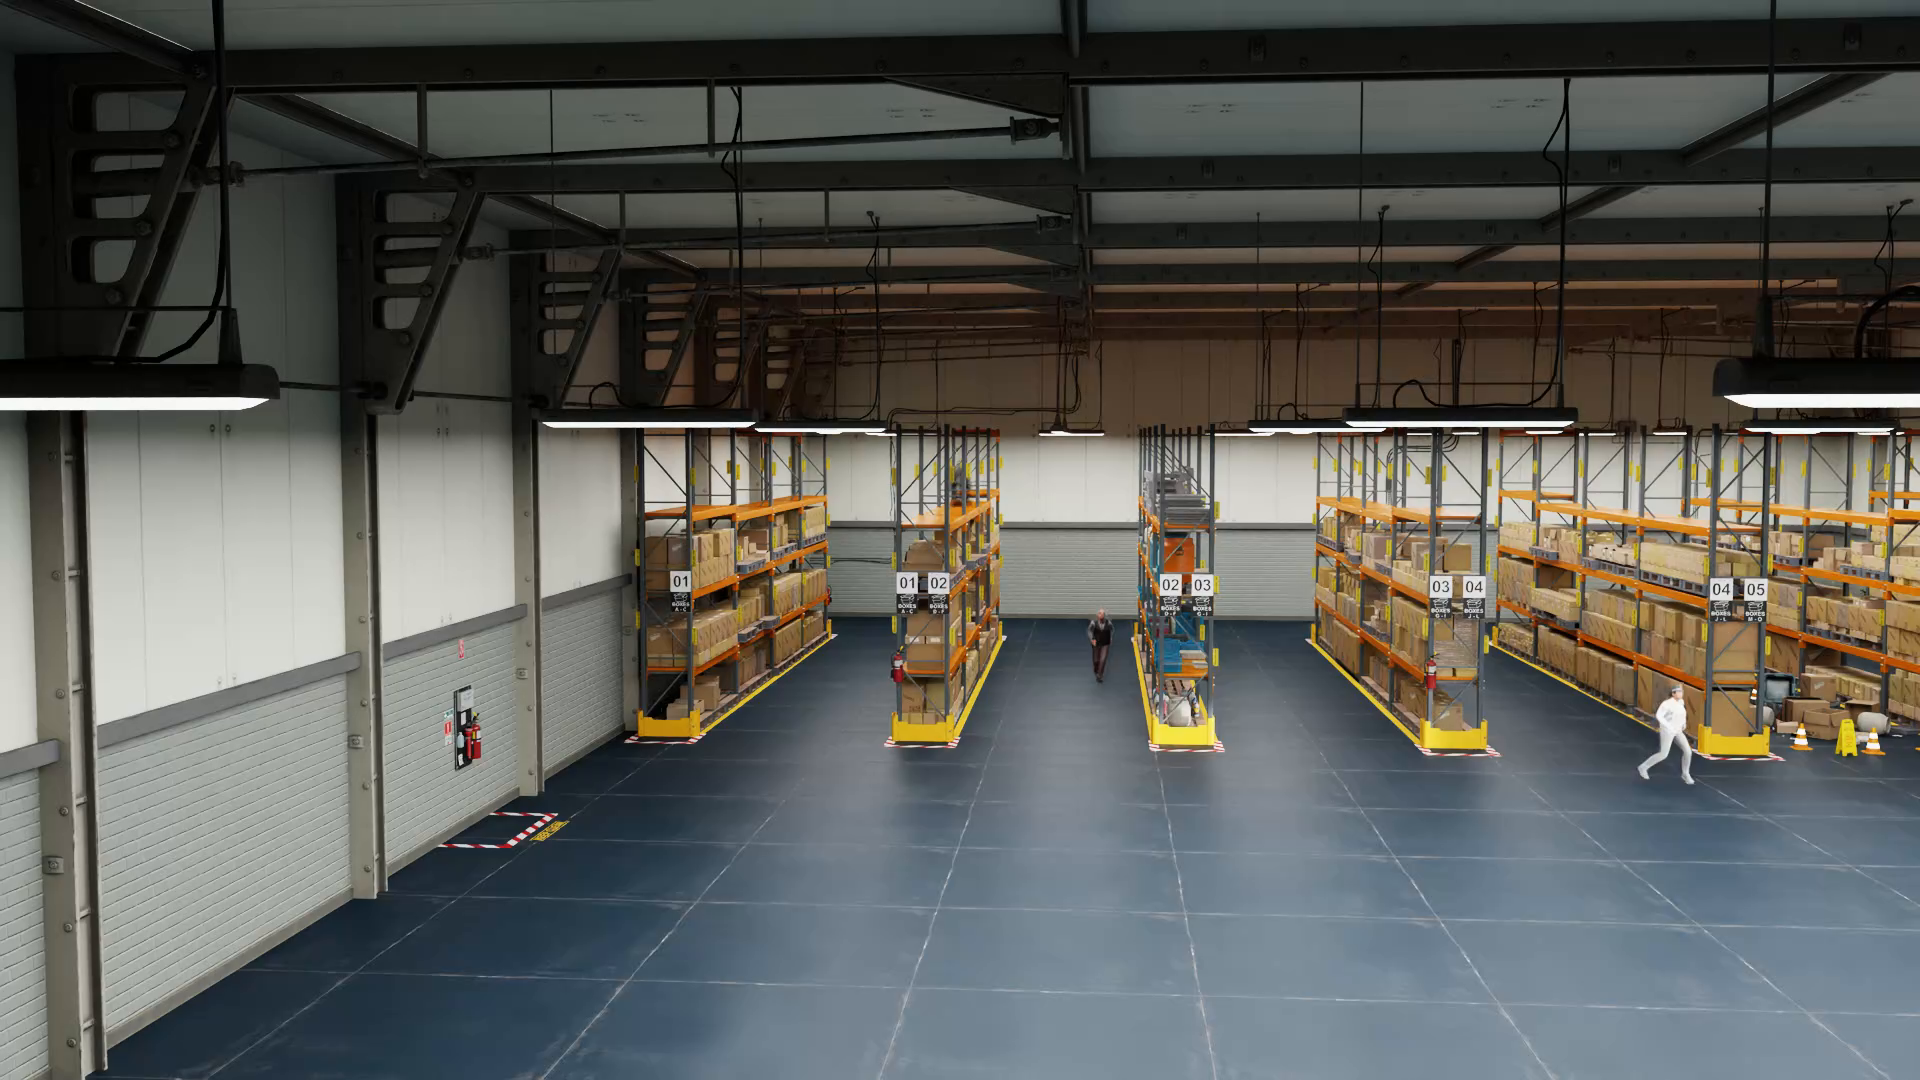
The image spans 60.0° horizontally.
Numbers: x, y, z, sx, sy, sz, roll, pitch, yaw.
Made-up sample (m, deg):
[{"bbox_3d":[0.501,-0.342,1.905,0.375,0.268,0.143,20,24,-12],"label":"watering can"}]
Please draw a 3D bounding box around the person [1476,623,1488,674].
[{"bbox_3d":[12.433,2.411,40.247,0.714,1.733,0.791,0,3,-3],"label":"person"}]

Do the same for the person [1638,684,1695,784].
[{"bbox_3d":[11.835,3.223,27.732,0.841,1.688,0.713,-2,4,-31],"label":"person"}]

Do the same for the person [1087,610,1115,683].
[{"bbox_3d":[3.339,2.494,39.398,0.684,1.703,0.785,0,3,0],"label":"person"}]
